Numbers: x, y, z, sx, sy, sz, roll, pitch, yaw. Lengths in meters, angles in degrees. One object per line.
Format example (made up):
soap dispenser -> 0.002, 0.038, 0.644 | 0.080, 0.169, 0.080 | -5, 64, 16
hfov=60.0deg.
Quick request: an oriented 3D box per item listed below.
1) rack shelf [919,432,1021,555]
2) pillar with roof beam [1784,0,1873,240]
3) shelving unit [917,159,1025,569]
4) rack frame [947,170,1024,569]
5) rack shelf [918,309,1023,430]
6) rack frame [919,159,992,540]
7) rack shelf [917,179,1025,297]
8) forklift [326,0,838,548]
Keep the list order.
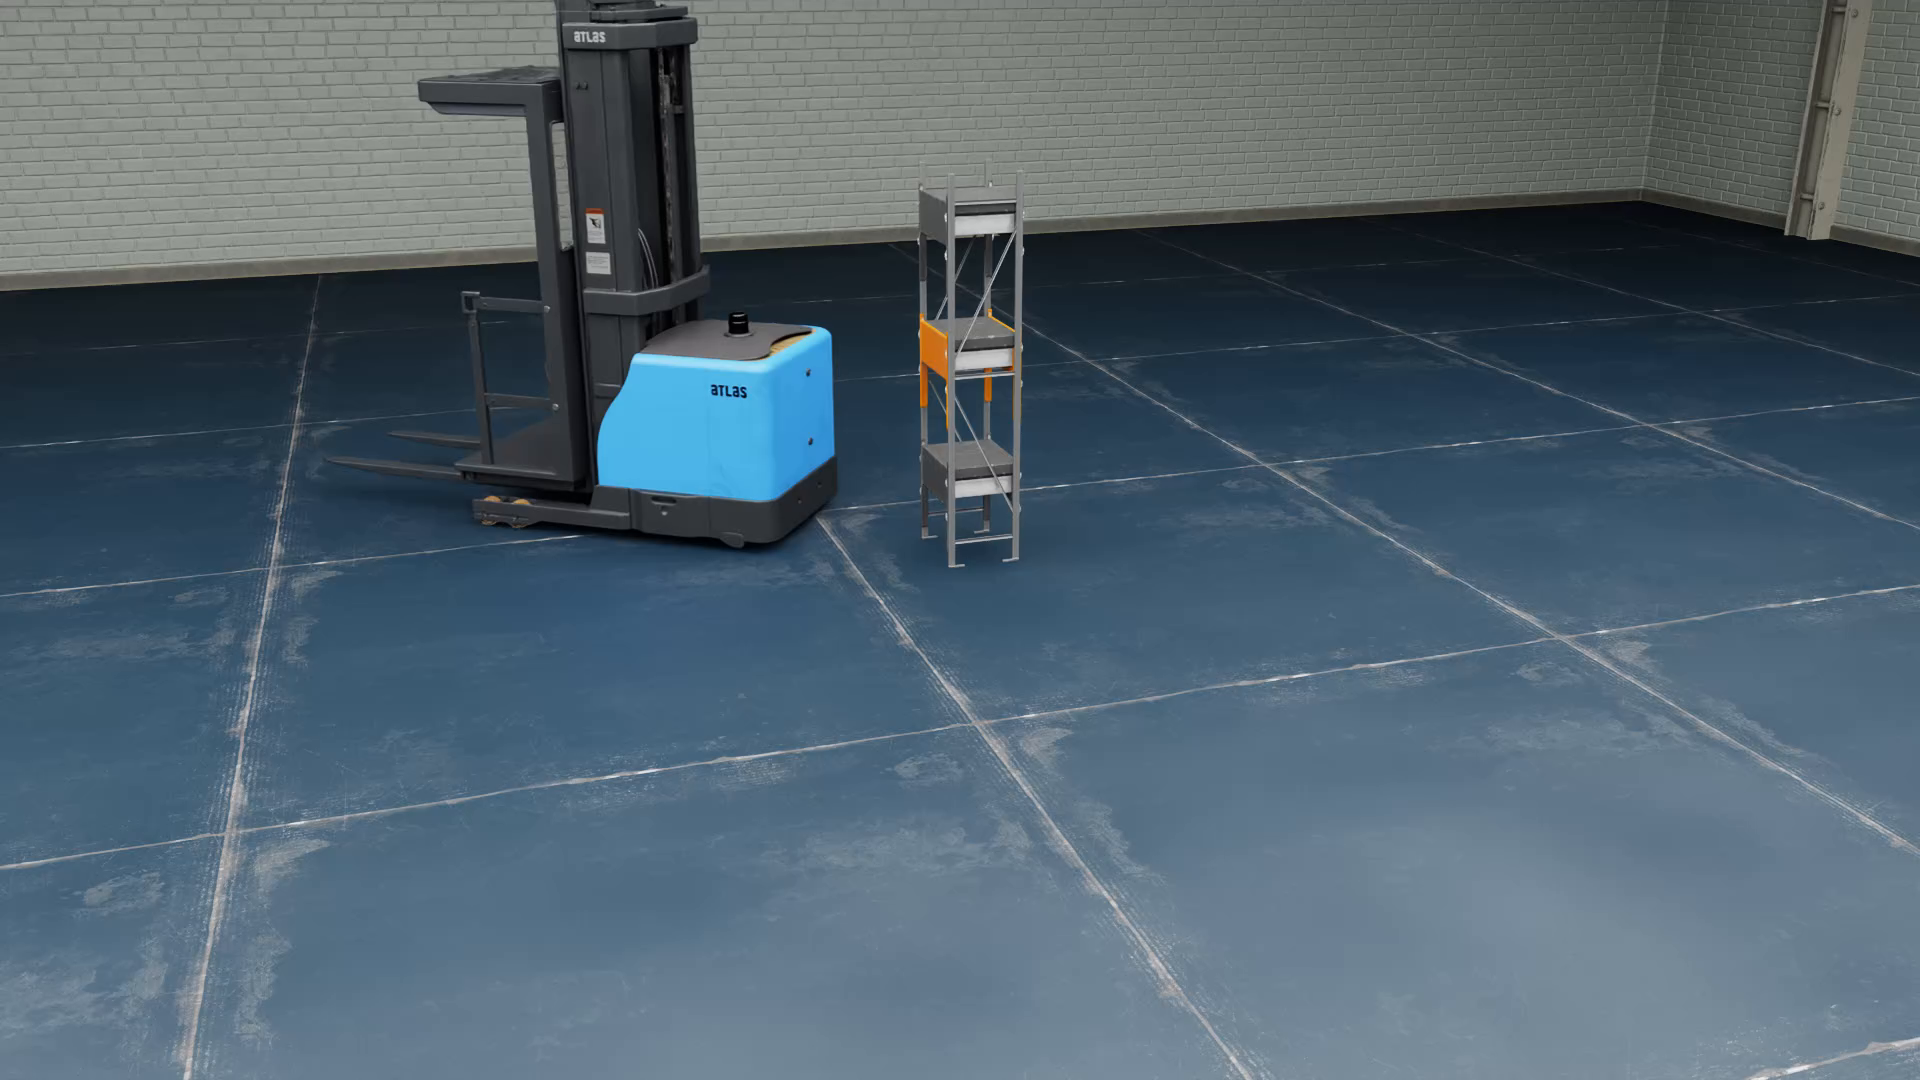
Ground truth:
rack shelf -> 0.052, -0.263, 9.155 | 0.431, 0.518, 0.480 | -6, 21, -17
pillar with roof beam -> 5.666, -7.271, 16.348 | 9.100, 9.000, 0.400 | -6, 21, -17
shelving unit -> 0.052, -0.935, 8.914 | 0.431, 2.100, 0.503 | -6, 21, -17
rack frame -> 0.129, -0.857, 8.696 | 0.400, 2.100, 0.015 | -6, 21, -17
rack shelf -> 0.052, -0.922, 8.918 | 0.431, 0.518, 0.480 | -6, 21, -17
rack frame -> -0.025, -1.013, 9.132 | 0.400, 2.100, 0.015 | -6, 21, -17
rack shelf -> 0.052, -1.581, 8.682 | 0.431, 0.518, 0.480 | -6, 21, -17
forklift -> -2.309, -1.607, 9.555 | 3.031, 2.935, 1.130 | 6, 21, 16
